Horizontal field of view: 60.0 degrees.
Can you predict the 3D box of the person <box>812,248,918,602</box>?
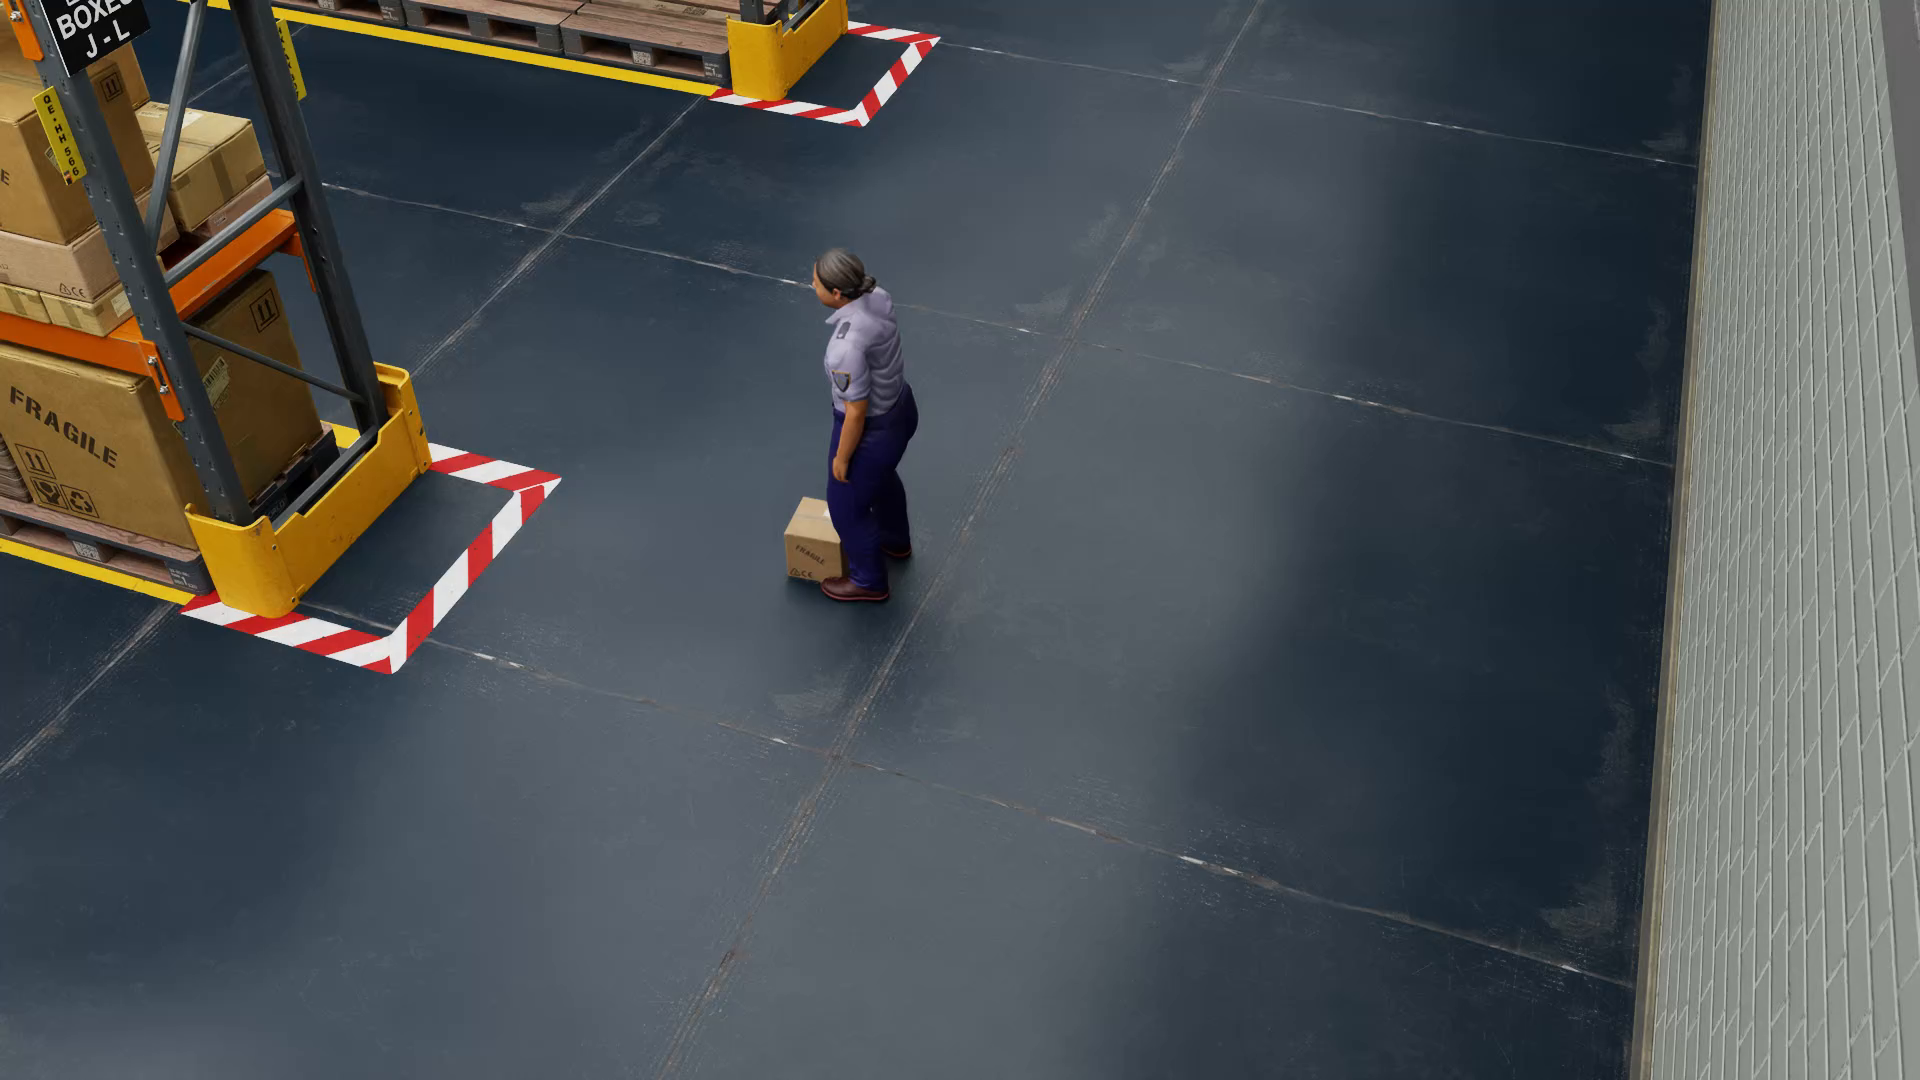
[{"bbox_3d":[-0.376,-0.463,6.685,0.374,1.651,0.560,11,43,12],"label":"person"}]
